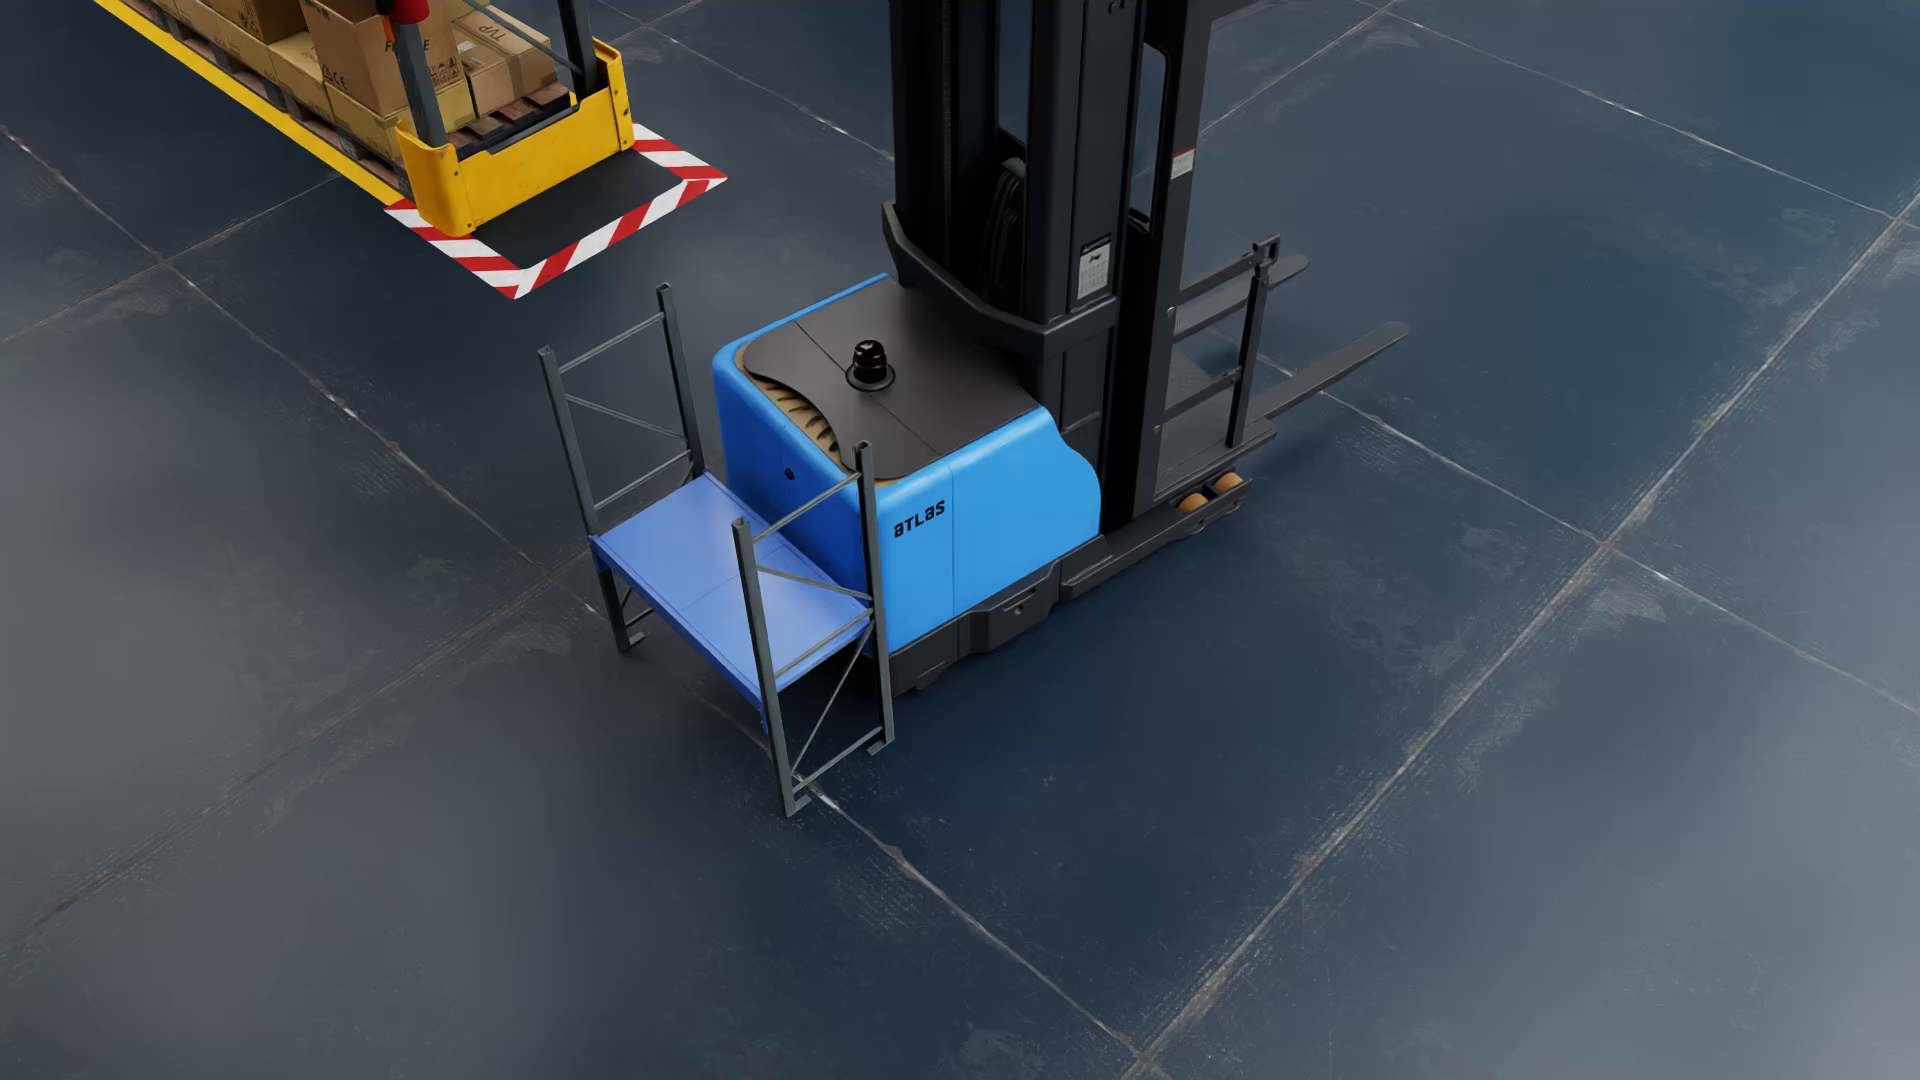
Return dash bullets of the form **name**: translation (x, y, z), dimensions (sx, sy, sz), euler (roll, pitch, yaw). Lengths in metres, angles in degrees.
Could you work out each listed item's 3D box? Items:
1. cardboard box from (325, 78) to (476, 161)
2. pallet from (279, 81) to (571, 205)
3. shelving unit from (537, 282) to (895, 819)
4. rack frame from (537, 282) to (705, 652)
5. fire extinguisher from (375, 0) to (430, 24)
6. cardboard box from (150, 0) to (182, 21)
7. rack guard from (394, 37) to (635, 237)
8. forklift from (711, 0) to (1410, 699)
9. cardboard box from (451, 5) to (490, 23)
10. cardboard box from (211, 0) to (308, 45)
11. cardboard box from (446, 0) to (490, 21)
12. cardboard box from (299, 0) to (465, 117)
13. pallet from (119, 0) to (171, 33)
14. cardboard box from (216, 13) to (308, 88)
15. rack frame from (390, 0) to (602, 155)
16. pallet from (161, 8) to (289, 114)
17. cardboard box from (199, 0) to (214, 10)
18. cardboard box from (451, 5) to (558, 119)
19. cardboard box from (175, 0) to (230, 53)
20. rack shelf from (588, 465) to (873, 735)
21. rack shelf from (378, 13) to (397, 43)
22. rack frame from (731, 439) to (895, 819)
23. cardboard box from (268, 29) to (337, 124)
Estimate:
- **cardboard box**: translation (-2.810, -2.208, 8.363), dimensions (0.500, 0.250, 0.500), euler (34, 55, 28)
- **pallet**: translation (-2.806, -2.300, 8.764), dimensions (1.213, 0.211, 1.003), euler (34, 55, 28)
- **shelving unit**: translation (-0.787, 0.064, 5.653), dimensions (0.538, 1.500, 1.048), euler (-34, 56, -26)
- **rack frame**: translation (-1.129, -0.210, 5.911), dimensions (0.500, 1.500, 0.032), euler (-34, 56, -26)
- **fire extinguisher**: translation (-2.444, -2.565, 7.153), dimensions (0.183, 0.674, 0.296), euler (34, 55, 28)
- **cardboard box**: translation (-4.292, -3.187, 9.283), dimensions (0.500, 0.250, 0.500), euler (34, 55, 28)
- **rack guard**: translation (-2.198, -2.031, 8.314), dimensions (0.348, 0.500, 1.175), euler (34, 55, 28)
- **forklift**: translation (0.578, -1.309, 5.968), dimensions (3.031, 2.935, 1.130), euler (-29, 53, -24)
- **cardboard box**: translation (-2.829, -2.730, 8.854), dimensions (0.500, 0.250, 0.500), euler (34, 55, 28)
- **cardboard box**: translation (-3.556, -2.950, 8.546), dimensions (0.500, 0.500, 0.500), euler (34, 55, 28)
- **cardboard box**: translation (-2.828, -2.988, 8.582), dimensions (0.500, 0.500, 0.500), euler (34, 55, 28)
- **cardboard box**: translation (-2.812, -2.463, 8.089), dimensions (0.500, 0.500, 0.500), euler (34, 55, 28)
- **pallet**: translation (-4.599, -3.506, 9.897), dimensions (1.213, 0.211, 1.003), euler (34, 55, 28)
- **cardboard box**: translation (-3.554, -2.695, 8.821), dimensions (0.500, 0.250, 0.500), euler (34, 55, 28)
- **rack frame**: translation (-2.216, -2.898, 7.414), dimensions (0.127, 3.000, 1.000), euler (34, 55, 28)
- **pallet**: translation (-3.698, -2.903, 9.331), dimensions (1.213, 0.211, 1.003), euler (34, 55, 28)
- **cardboard box**: translation (-3.923, -3.198, 8.779), dimensions (0.500, 0.500, 0.500), euler (34, 55, 28)
- **cardboard box**: translation (-2.459, -2.485, 8.624), dimensions (0.500, 0.250, 0.500), euler (34, 55, 28)
- **cardboard box**: translation (-3.921, -2.943, 9.054), dimensions (0.500, 0.250, 0.500), euler (34, 55, 28)
- **rack shelf**: translation (-0.784, 0.185, 5.786), dimensions (0.538, 0.185, 1.000), euler (-34, 56, -26)
- **rack shelf**: translation (-3.685, -3.641, 8.604), dimensions (4.000, 0.370, 1.077), euler (34, 55, 28)
- **rack frame**: translation (-0.445, 0.338, 5.396), dimensions (0.500, 1.500, 0.032), euler (-34, 56, -26)
- **cardboard box**: translation (-3.186, -2.449, 8.589), dimensions (0.500, 0.250, 0.500), euler (34, 55, 28)
